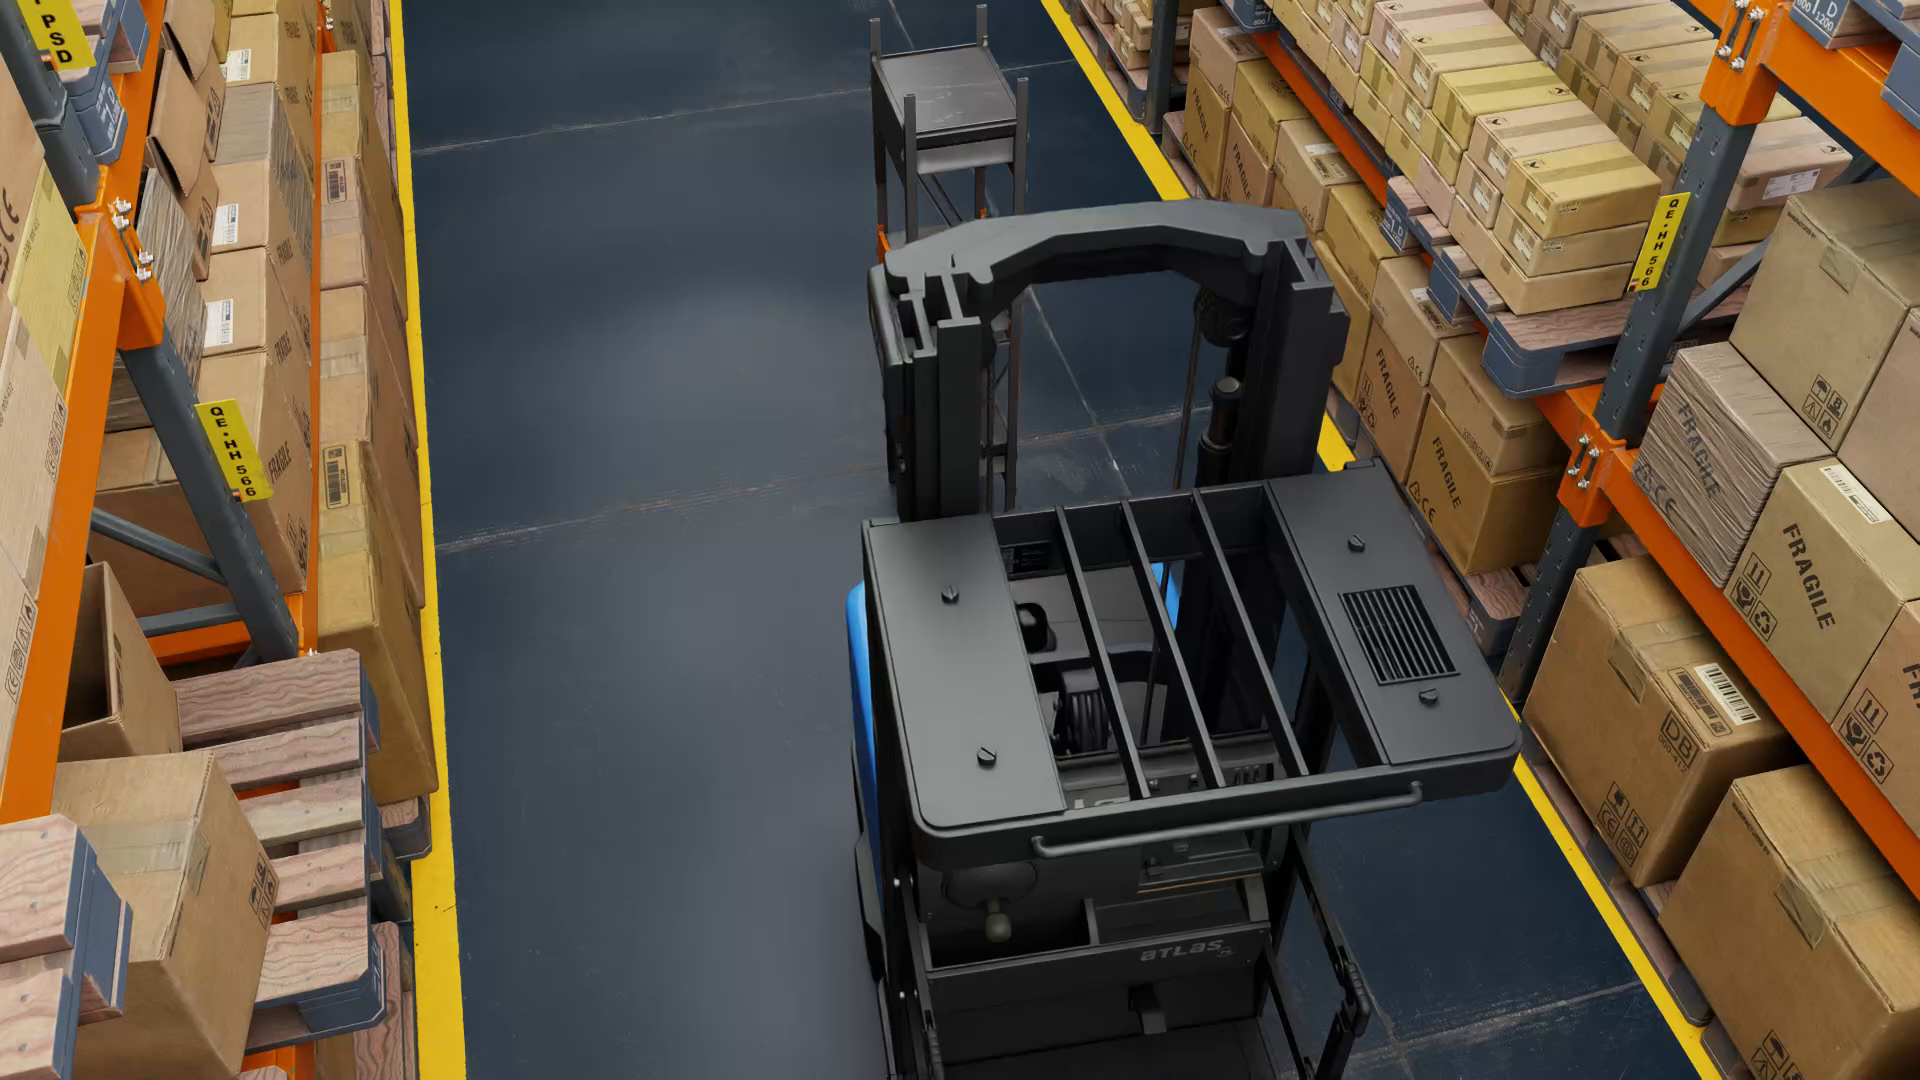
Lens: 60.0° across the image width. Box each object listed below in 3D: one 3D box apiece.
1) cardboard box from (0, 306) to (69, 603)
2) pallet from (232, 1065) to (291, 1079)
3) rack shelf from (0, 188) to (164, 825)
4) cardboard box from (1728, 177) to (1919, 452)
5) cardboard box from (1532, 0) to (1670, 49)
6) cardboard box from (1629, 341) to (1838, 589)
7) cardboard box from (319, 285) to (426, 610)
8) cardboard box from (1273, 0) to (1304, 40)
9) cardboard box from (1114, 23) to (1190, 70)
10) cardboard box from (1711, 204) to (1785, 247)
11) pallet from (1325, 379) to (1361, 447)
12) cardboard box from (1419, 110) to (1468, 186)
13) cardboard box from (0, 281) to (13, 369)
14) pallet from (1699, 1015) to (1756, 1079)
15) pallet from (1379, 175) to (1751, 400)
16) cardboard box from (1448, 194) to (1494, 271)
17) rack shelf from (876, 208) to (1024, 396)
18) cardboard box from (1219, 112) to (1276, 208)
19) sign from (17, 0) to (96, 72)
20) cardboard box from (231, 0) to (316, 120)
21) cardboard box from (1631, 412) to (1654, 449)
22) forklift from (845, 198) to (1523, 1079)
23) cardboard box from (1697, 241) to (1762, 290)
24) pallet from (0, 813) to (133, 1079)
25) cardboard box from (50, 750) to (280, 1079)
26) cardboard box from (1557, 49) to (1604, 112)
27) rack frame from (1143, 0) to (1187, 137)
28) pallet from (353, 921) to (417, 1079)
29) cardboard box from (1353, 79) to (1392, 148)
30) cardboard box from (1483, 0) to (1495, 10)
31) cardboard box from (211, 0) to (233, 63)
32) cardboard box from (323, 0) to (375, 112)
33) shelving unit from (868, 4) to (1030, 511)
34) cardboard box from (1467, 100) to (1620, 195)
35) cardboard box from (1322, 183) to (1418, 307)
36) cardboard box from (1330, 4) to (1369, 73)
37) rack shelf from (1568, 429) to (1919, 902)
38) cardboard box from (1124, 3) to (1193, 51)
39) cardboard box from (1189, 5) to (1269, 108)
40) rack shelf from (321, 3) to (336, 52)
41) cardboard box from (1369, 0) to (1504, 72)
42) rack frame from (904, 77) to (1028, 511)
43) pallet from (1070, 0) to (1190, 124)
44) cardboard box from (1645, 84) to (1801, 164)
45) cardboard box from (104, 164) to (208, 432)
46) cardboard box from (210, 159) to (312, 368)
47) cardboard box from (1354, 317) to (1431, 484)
[{"bbox_3d":[-1.815,-0.107,2.760,0.500,0.250,0.500,-11,47,-10],"label":"cardboard box"},{"bbox_3d":[-1.768,1.693,3.125,1.003,0.211,1.213,-11,47,-10],"label":"pallet"},{"bbox_3d":[-1.802,0.849,2.221,1.077,0.370,4.000,-11,47,-10],"label":"rack shelf"},{"bbox_3d":[2.612,-0.644,4.510,0.700,0.500,0.500,-11,47,-11],"label":"cardboard box"},{"bbox_3d":[2.307,-1.917,5.994,0.380,0.149,0.250,-9,46,-8],"label":"cardboard box"},{"bbox_3d":[2.361,-0.246,4.821,0.500,0.500,0.500,-10,46,-10],"label":"cardboard box"},{"bbox_3d":[-2.691,-0.234,6.072,1.225,0.875,0.875,-11,47,-10],"label":"cardboard box"},{"bbox_3d":[1.478,-2.134,6.623,0.380,0.149,0.250,-11,47,-11],"label":"cardboard box"},{"bbox_3d":[1.053,-2.690,8.988,0.380,0.149,0.250,-10,46,-10],"label":"cardboard box"},{"bbox_3d":[2.577,-1.104,5.405,0.380,0.149,0.250,-9,46,-9],"label":"cardboard box"},{"bbox_3d":[1.999,-0.975,7.558,1.003,0.211,1.213,-11,47,-10],"label":"pallet"},{"bbox_3d":[1.800,-1.356,5.653,0.380,0.149,0.250,-10,46,-9],"label":"cardboard box"},{"bbox_3d":[-1.808,-0.357,2.480,0.500,0.500,0.500,-11,47,-10],"label":"cardboard box"},{"bbox_3d":[2.944,1.804,4.834,1.003,0.211,1.213,-11,47,-10],"label":"pallet"},{"bbox_3d":[2.221,-0.976,5.740,1.213,0.211,1.003,-11,47,-10],"label":"pallet"},{"bbox_3d":[1.874,-1.058,5.568,0.380,0.149,0.250,-11,47,-10],"label":"cardboard box"},{"bbox_3d":[-0.042,-0.840,6.122,0.431,0.518,0.480,-11,47,-10],"label":"rack shelf"},{"bbox_3d":[1.552,-1.680,7.753,0.500,0.500,0.500,-9,46,-9],"label":"cardboard box"},{"bbox_3d":[-1.789,-1.062,3.228,0.100,0.325,0.005,-11,47,-10],"label":"sign"},{"bbox_3d":[-2.834,-1.914,6.456,0.500,0.500,0.500,-9,46,-9],"label":"cardboard box"},{"bbox_3d":[2.564,-0.625,6.194,0.500,0.250,0.500,-13,47,-12],"label":"cardboard box"},{"bbox_3d":[0.387,0.829,3.885,1.130,2.935,3.031,-7,46,-7],"label":"forklift"},{"bbox_3d":[2.587,-0.975,5.487,0.380,0.149,0.250,-11,47,-11],"label":"cardboard box"},{"bbox_3d":[-1.613,0.883,1.816,1.213,0.211,1.003,-11,47,-10],"label":"pallet"},{"bbox_3d":[-1.897,0.817,3.485,0.700,0.500,0.500,-4,46,-4],"label":"cardboard box"},{"bbox_3d":[2.369,-1.649,5.939,0.380,0.149,0.250,-11,47,-10],"label":"cardboard box"},{"bbox_3d":[1.483,-3.332,7.915,1.000,3.000,0.127,-11,47,-10],"label":"rack frame"},{"bbox_3d":[-2.115,1.783,4.855,1.003,0.211,1.213,-11,47,-10],"label":"pallet"},{"bbox_3d":[1.677,-1.593,6.093,0.380,0.149,0.250,-13,47,-12],"label":"cardboard box"},{"bbox_3d":[2.173,-2.178,6.458,0.380,0.149,0.250,-9,46,-9],"label":"cardboard box"},{"bbox_3d":[-3.002,-1.966,5.804,0.797,0.503,0.637,-10,46,-10],"label":"cardboard box"},{"bbox_3d":[-3.430,-2.368,8.165,0.875,0.875,0.875,-11,47,-10],"label":"cardboard box"},{"bbox_3d":[-0.042,-0.849,6.112,0.431,2.100,0.503,-11,47,-10],"label":"shelving unit"},{"bbox_3d":[1.876,-1.266,5.356,0.380,0.149,0.250,-11,47,-11],"label":"cardboard box"},{"bbox_3d":[1.823,-1.230,6.786,0.500,0.250,0.500,-10,46,-9],"label":"cardboard box"},{"bbox_3d":[1.608,-1.882,6.167,0.380,0.149,0.250,-10,46,-9],"label":"cardboard box"},{"bbox_3d":[3.019,1.062,4.112,1.077,0.370,4.000,-11,47,-10],"label":"rack shelf"},{"bbox_3d":[1.095,-2.745,8.833,0.380,0.149,0.250,-10,46,-10],"label":"cardboard box"},{"bbox_3d":[1.416,-2.308,7.843,0.500,0.250,0.500,-13,47,-12],"label":"cardboard box"},{"bbox_3d":[-3.850,-3.624,8.705,1.077,0.370,4.000,-11,47,-10],"label":"rack shelf"},{"bbox_3d":[1.681,-1.798,5.877,0.380,0.149,0.250,-11,47,-10],"label":"cardboard box"},{"bbox_3d":[0.020,-0.681,5.947,0.400,2.100,0.015,-11,47,-10],"label":"rack frame"},{"bbox_3d":[1.276,-2.813,9.359,1.003,0.211,1.213,-11,47,-10],"label":"pallet"},{"bbox_3d":[2.504,-1.377,5.465,0.380,0.149,0.250,-12,47,-11],"label":"cardboard box"},{"bbox_3d":[-2.485,-0.627,4.492,0.797,0.503,0.637,-9,46,-9],"label":"cardboard box"},{"bbox_3d":[-2.444,-0.862,5.425,0.500,0.500,0.500,-11,47,-11],"label":"cardboard box"},{"bbox_3d":[1.956,-0.608,6.702,0.500,0.500,0.500,-9,46,-9],"label":"cardboard box"}]
